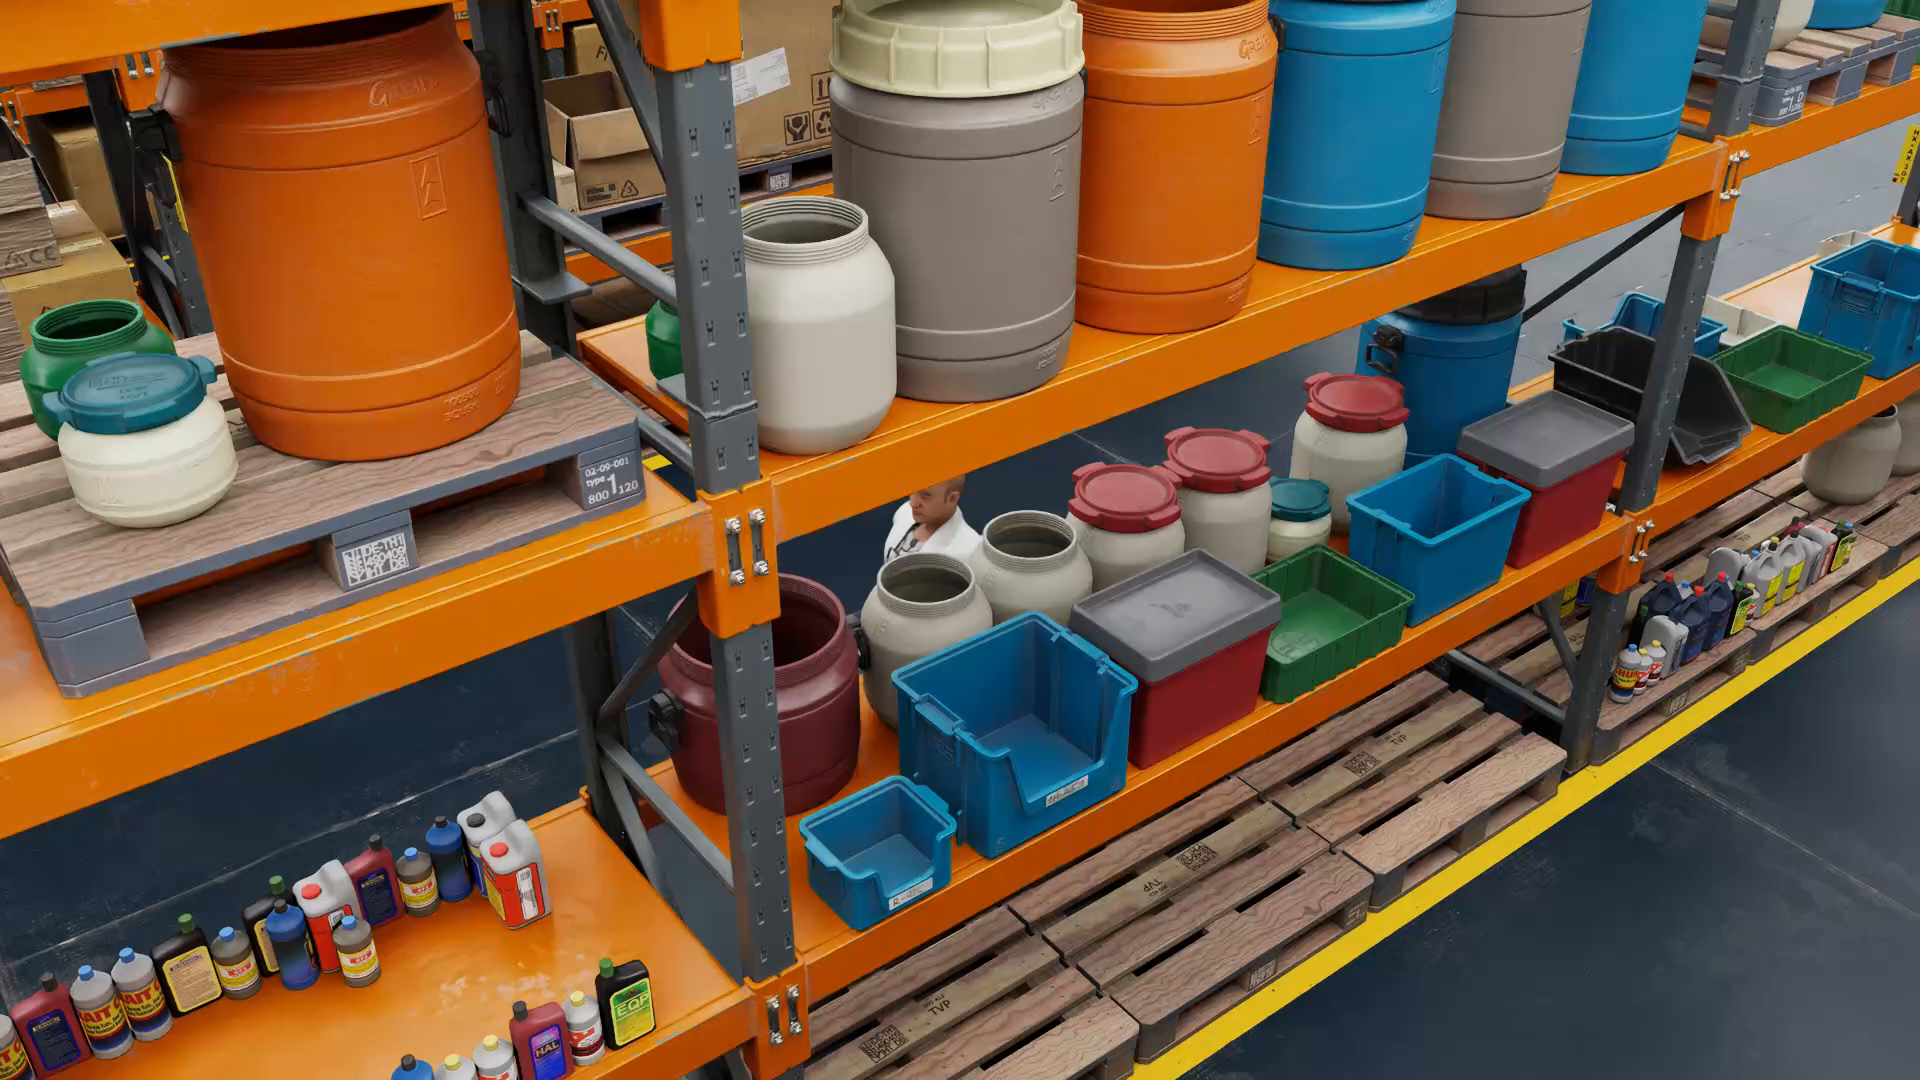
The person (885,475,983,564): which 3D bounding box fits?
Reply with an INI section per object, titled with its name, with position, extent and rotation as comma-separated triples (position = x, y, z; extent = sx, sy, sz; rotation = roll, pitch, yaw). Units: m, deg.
[person]
position = -0.137, 0.478, 6.355
extent = 0.388, 1.780, 0.573
rotation = -21, 38, -30
